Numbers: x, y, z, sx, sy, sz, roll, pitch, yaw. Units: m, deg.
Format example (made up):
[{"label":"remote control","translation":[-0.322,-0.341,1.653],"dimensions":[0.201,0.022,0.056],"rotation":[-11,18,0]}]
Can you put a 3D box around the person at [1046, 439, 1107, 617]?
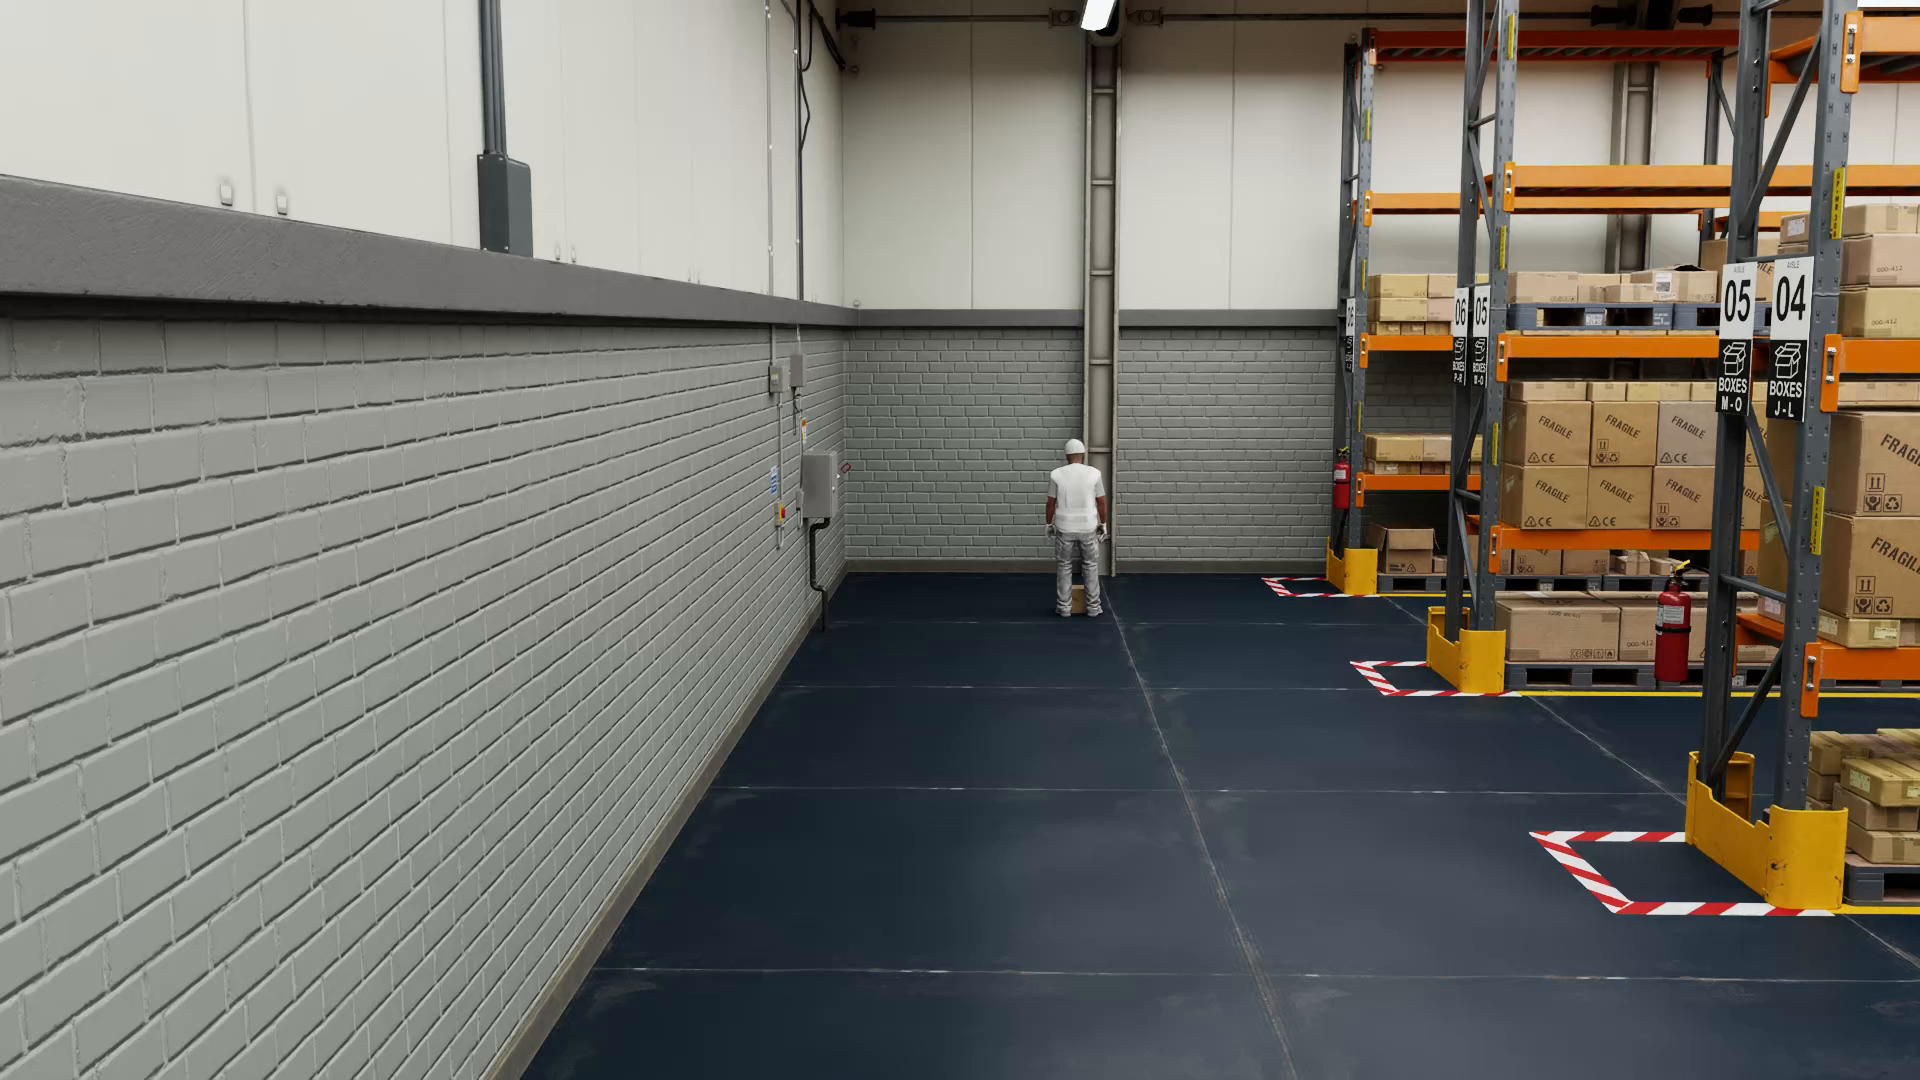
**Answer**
[{"label":"person","translation":[1.168,-0.123,16.697],"dimensions":[0.617,1.775,0.446],"rotation":[0,7,2]}]
